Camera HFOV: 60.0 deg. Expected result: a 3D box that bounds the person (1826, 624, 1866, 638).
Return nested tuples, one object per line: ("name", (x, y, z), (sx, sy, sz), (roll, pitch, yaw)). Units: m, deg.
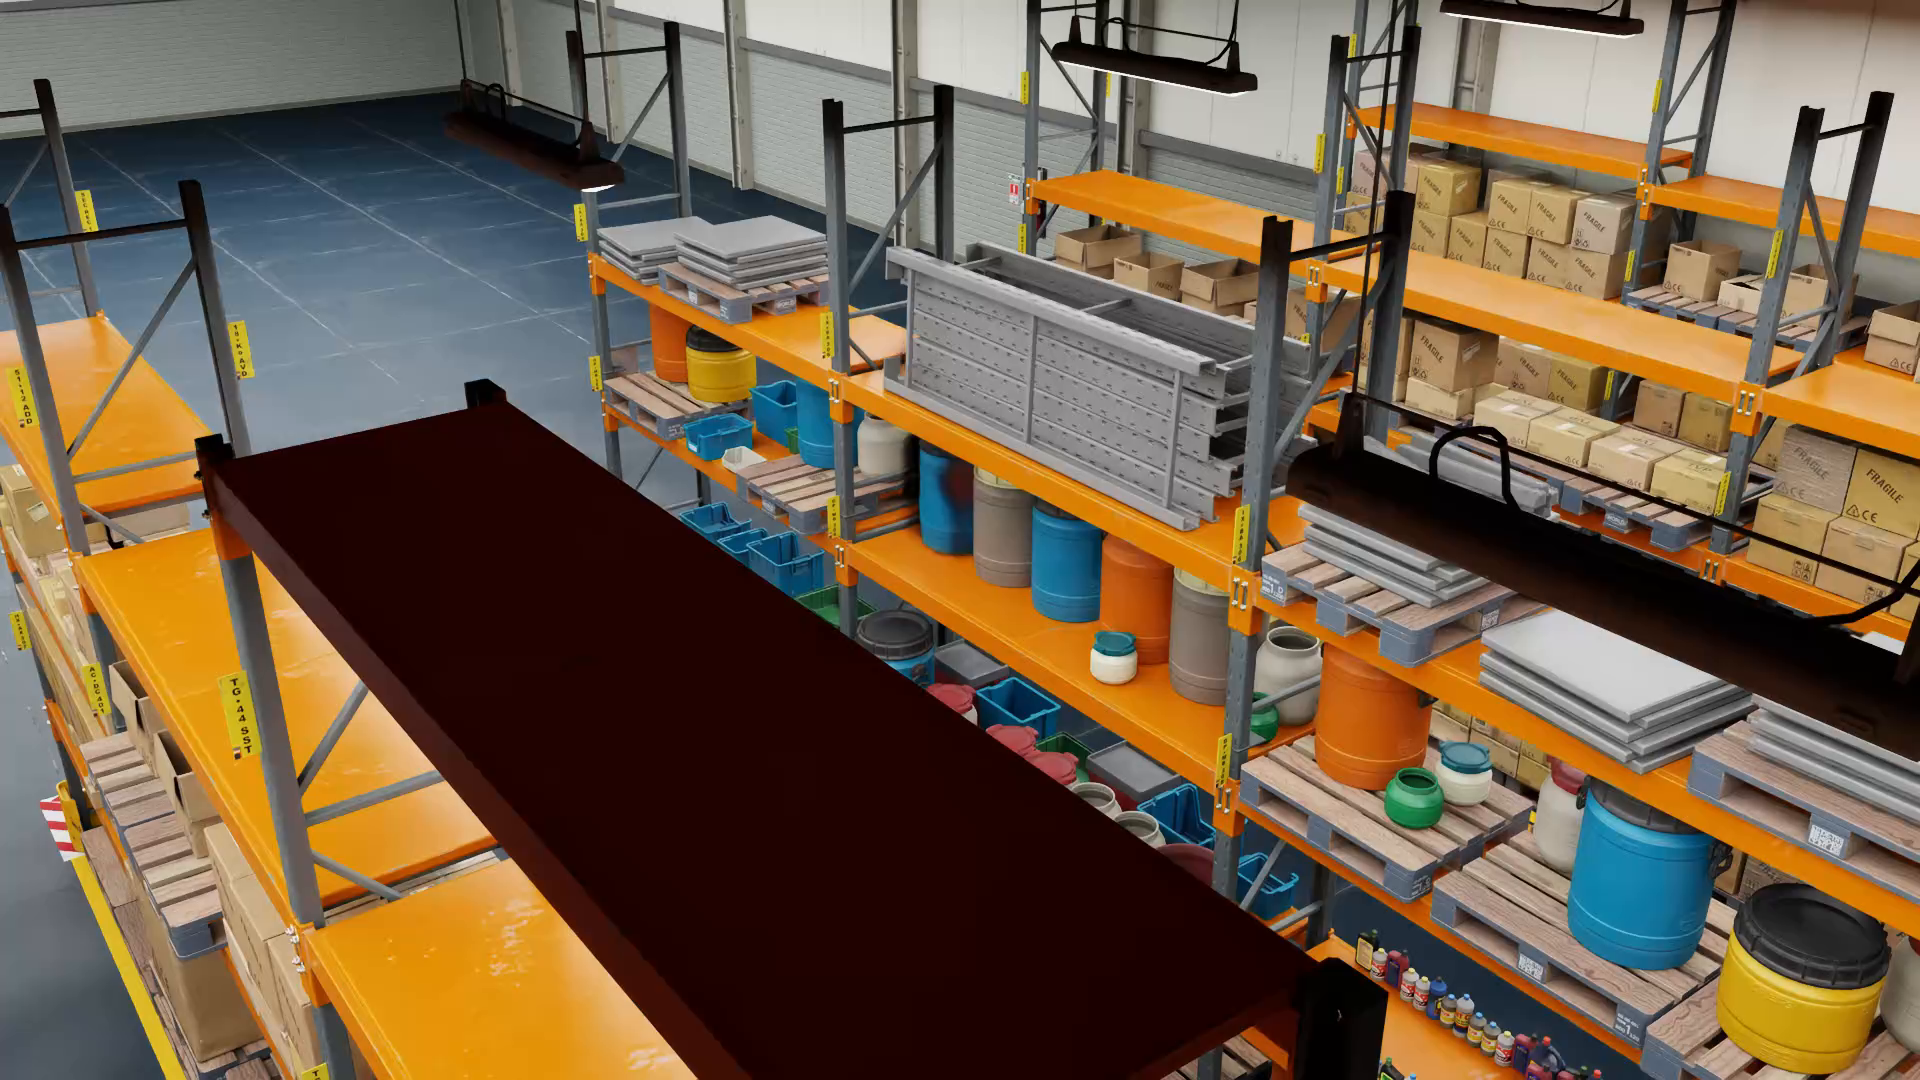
("person", (8.206, 0.878, 15.069), (1.033, 1.674, 0.477), (22, 33, 40))
